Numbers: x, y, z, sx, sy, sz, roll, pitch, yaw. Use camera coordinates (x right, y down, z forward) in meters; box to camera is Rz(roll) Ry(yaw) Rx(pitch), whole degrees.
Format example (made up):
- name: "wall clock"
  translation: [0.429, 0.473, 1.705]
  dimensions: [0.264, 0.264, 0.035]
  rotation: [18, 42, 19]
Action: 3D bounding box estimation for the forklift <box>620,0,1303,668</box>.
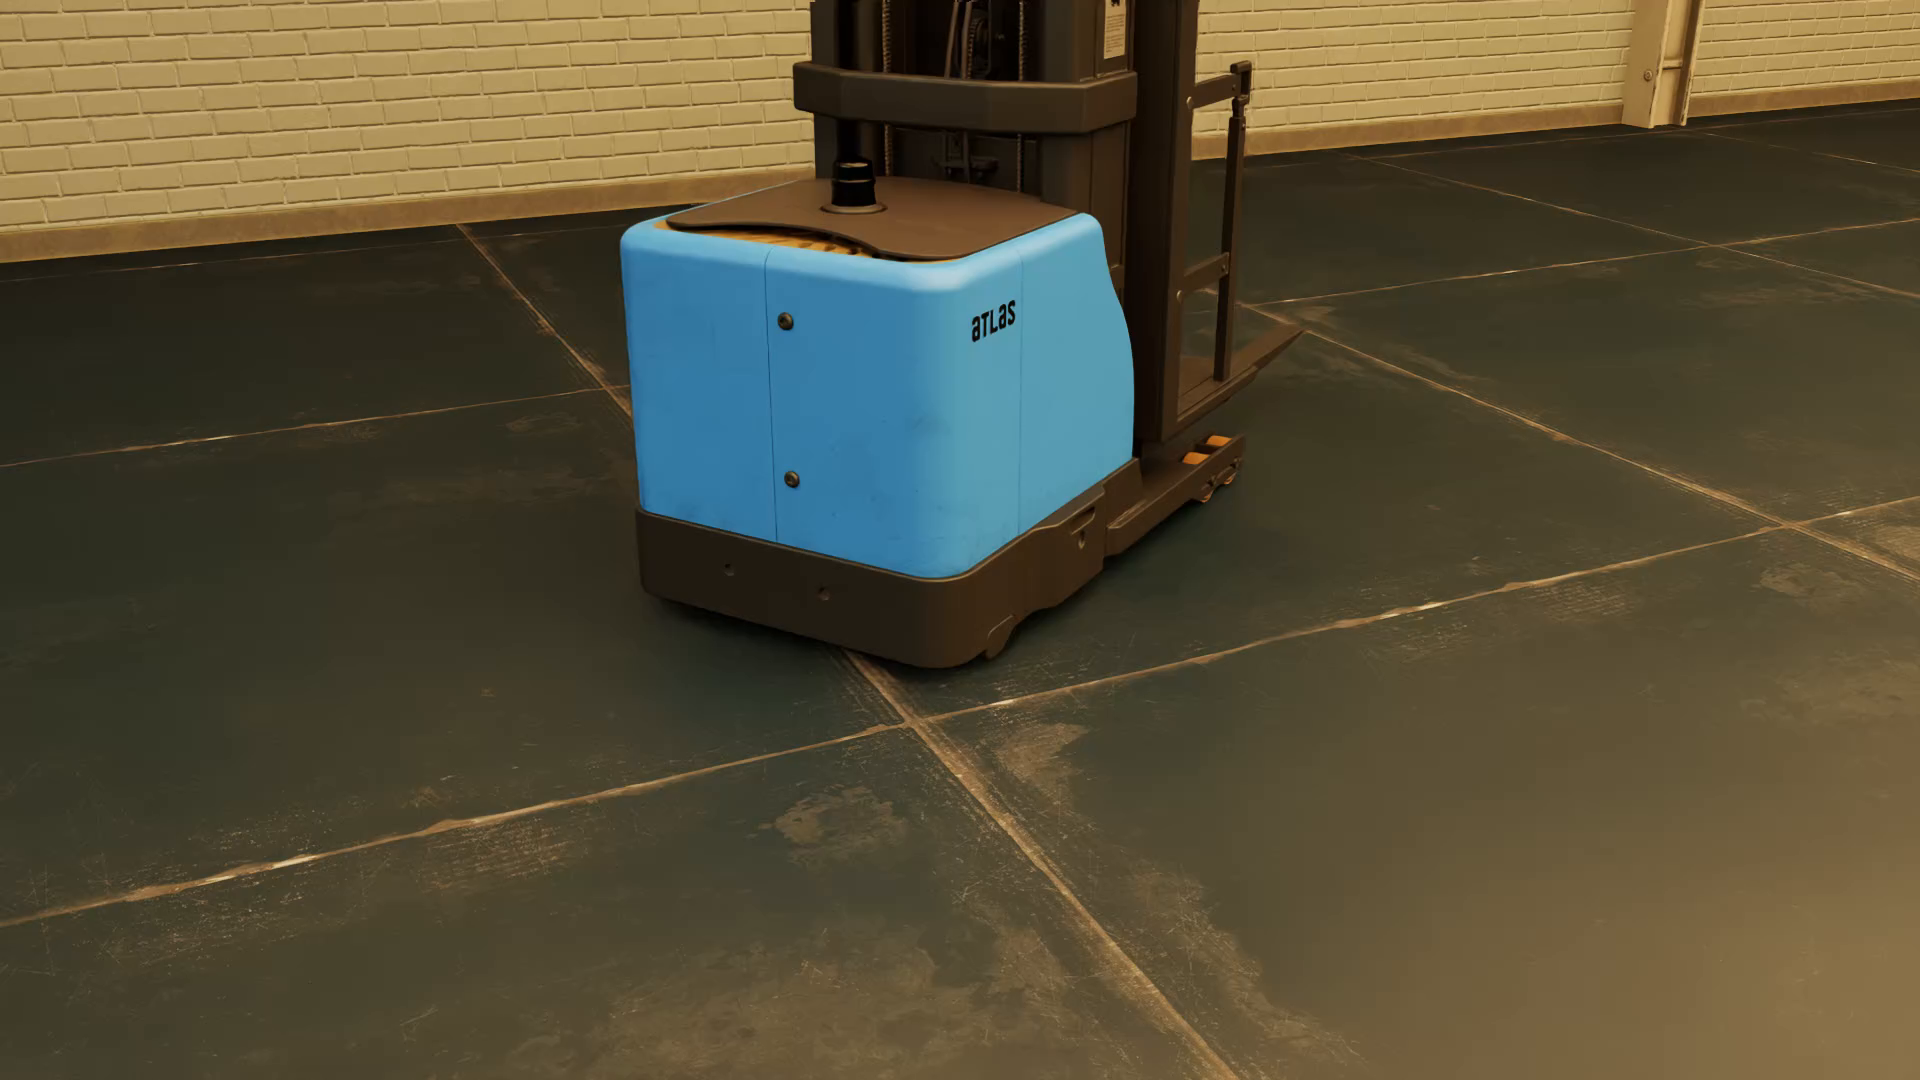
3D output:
- name: "forklift"
  translation: [0.294, -1.553, 5.025]
  dimensions: [1.130, 2.935, 3.031]
  rotation: [13, 26, 28]
